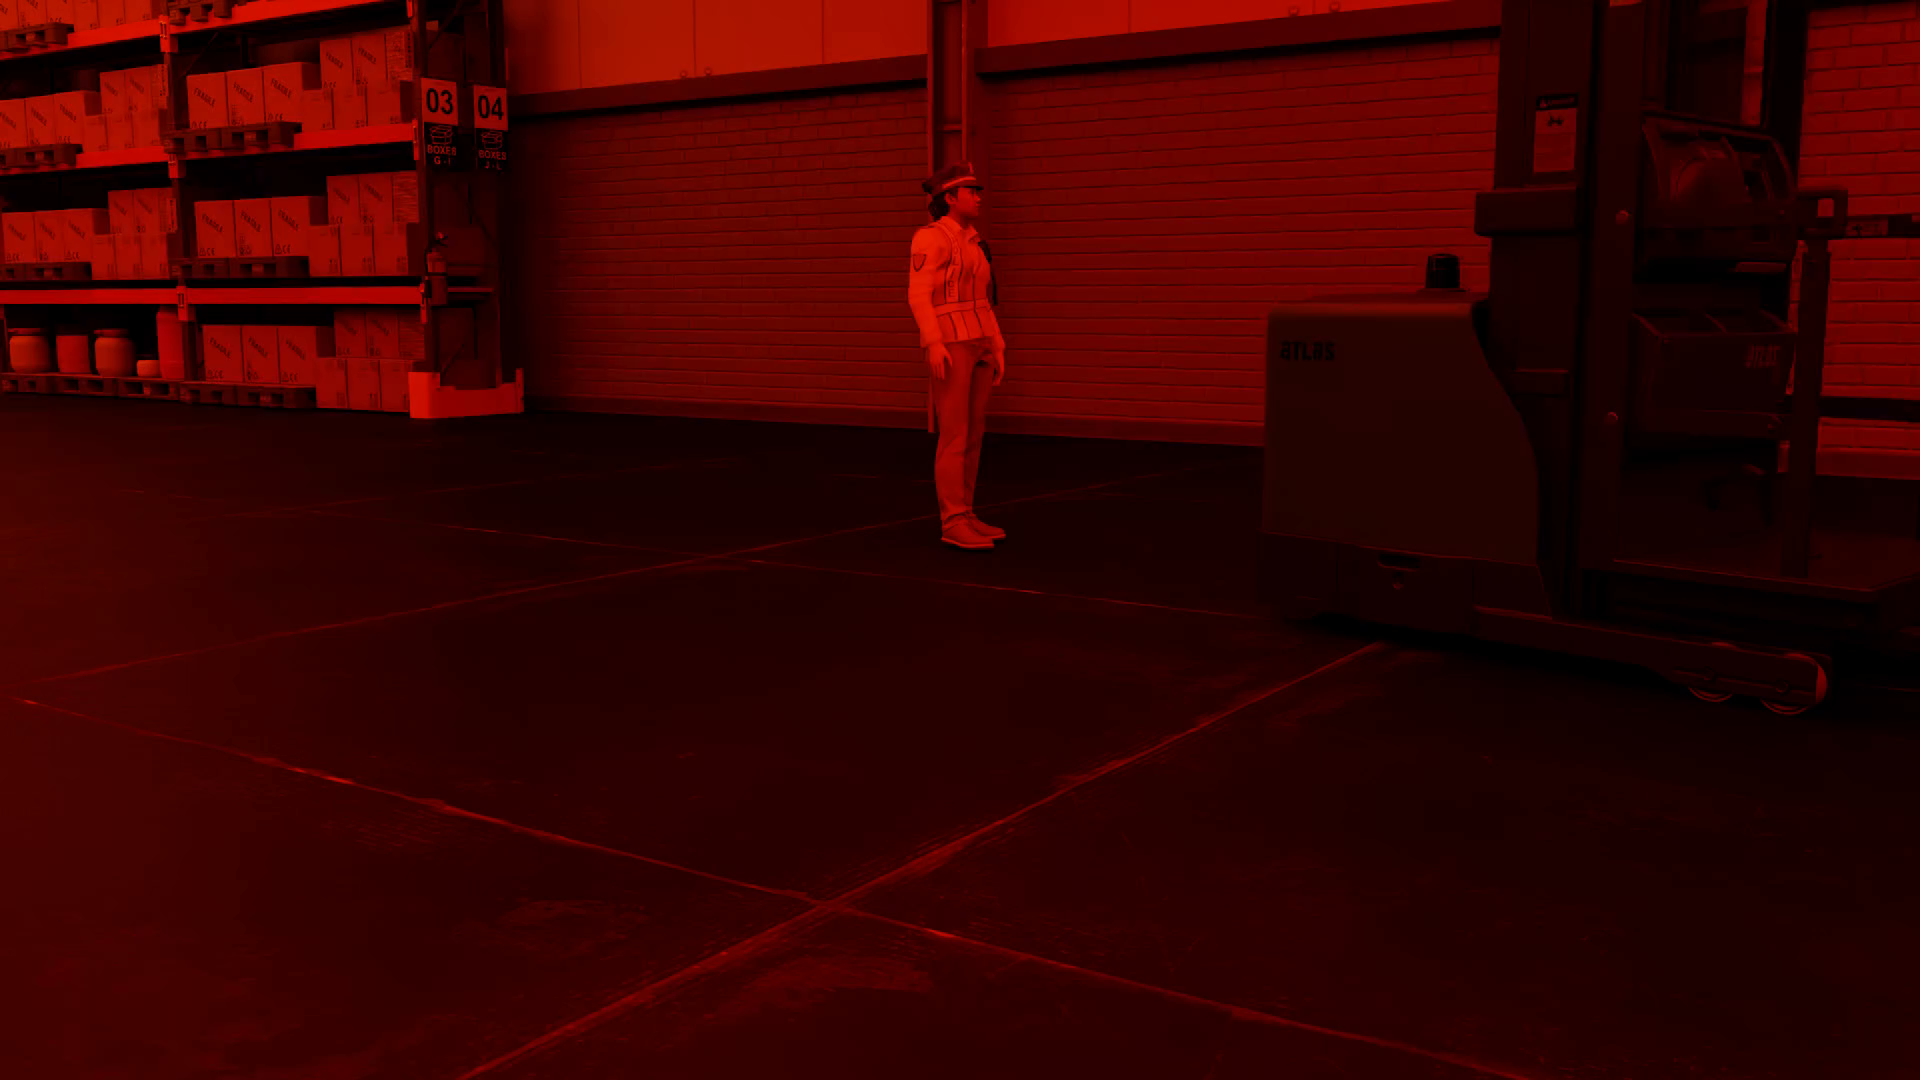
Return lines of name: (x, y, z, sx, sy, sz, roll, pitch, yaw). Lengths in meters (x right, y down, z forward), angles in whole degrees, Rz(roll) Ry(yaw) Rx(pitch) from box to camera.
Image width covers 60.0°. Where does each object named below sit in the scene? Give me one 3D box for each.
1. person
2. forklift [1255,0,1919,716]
person: (0.053, -0.840, 7.439, 0.530, 1.694, 0.586, 5, 10, 34)
forklift: (2.371, -1.071, 4.723, 1.130, 2.935, 3.031, -7, 11, -42)
